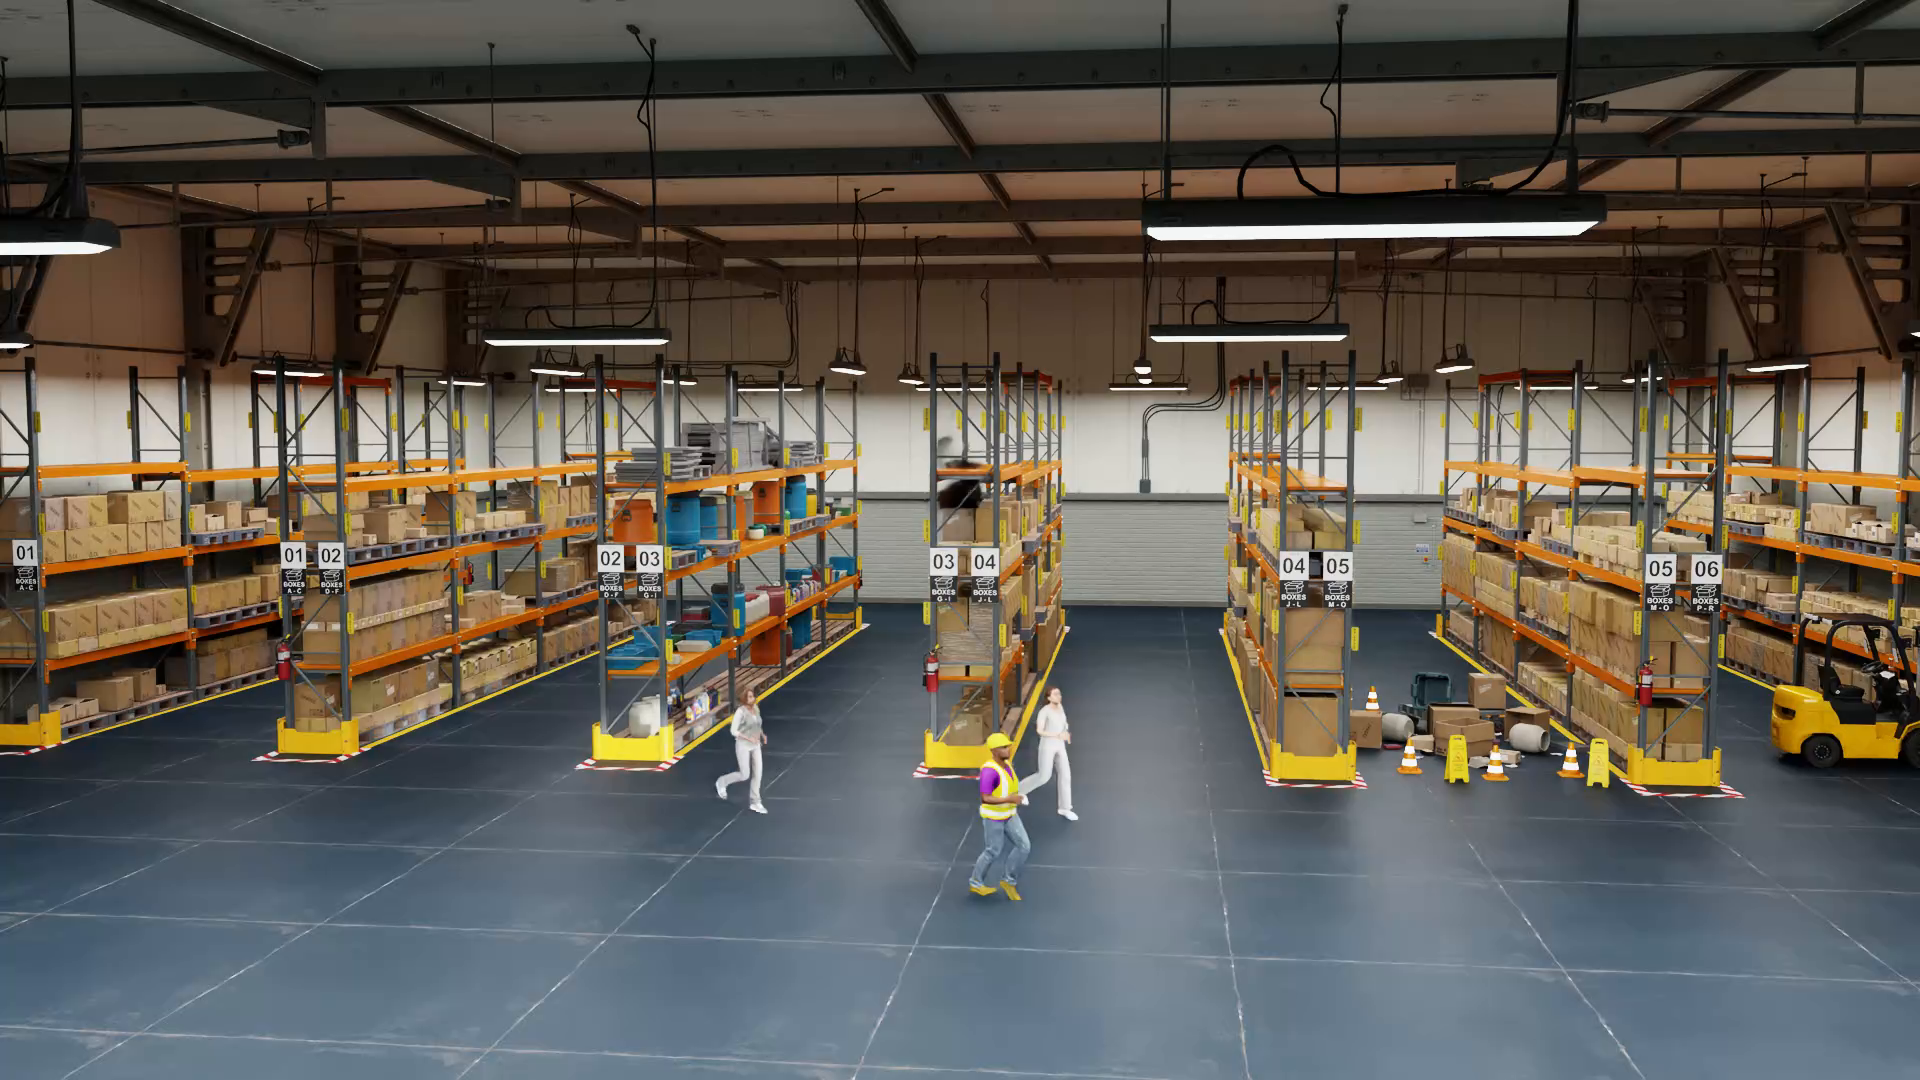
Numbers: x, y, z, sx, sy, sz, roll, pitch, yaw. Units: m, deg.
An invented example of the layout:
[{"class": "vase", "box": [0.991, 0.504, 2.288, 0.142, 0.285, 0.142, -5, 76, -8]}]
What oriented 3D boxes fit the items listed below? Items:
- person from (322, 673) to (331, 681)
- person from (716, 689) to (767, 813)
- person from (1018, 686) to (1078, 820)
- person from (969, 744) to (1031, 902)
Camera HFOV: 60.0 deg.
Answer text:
[{"class": "person", "box": [-10.845, 2.102, 28.935, 0.638, 1.688, 0.733, 0, 4, 0]}, {"class": "person", "box": [-2.783, 2.704, 21.515, 0.782, 1.594, 0.547, 3, 5, 38]}, {"class": "person", "box": [1.141, 2.675, 21.194, 0.577, 1.675, 0.950, -4, 6, -43]}, {"class": "person", "box": [0.424, 2.925, 17.330, 0.738, 1.768, 0.671, 3, 5, 32]}]
